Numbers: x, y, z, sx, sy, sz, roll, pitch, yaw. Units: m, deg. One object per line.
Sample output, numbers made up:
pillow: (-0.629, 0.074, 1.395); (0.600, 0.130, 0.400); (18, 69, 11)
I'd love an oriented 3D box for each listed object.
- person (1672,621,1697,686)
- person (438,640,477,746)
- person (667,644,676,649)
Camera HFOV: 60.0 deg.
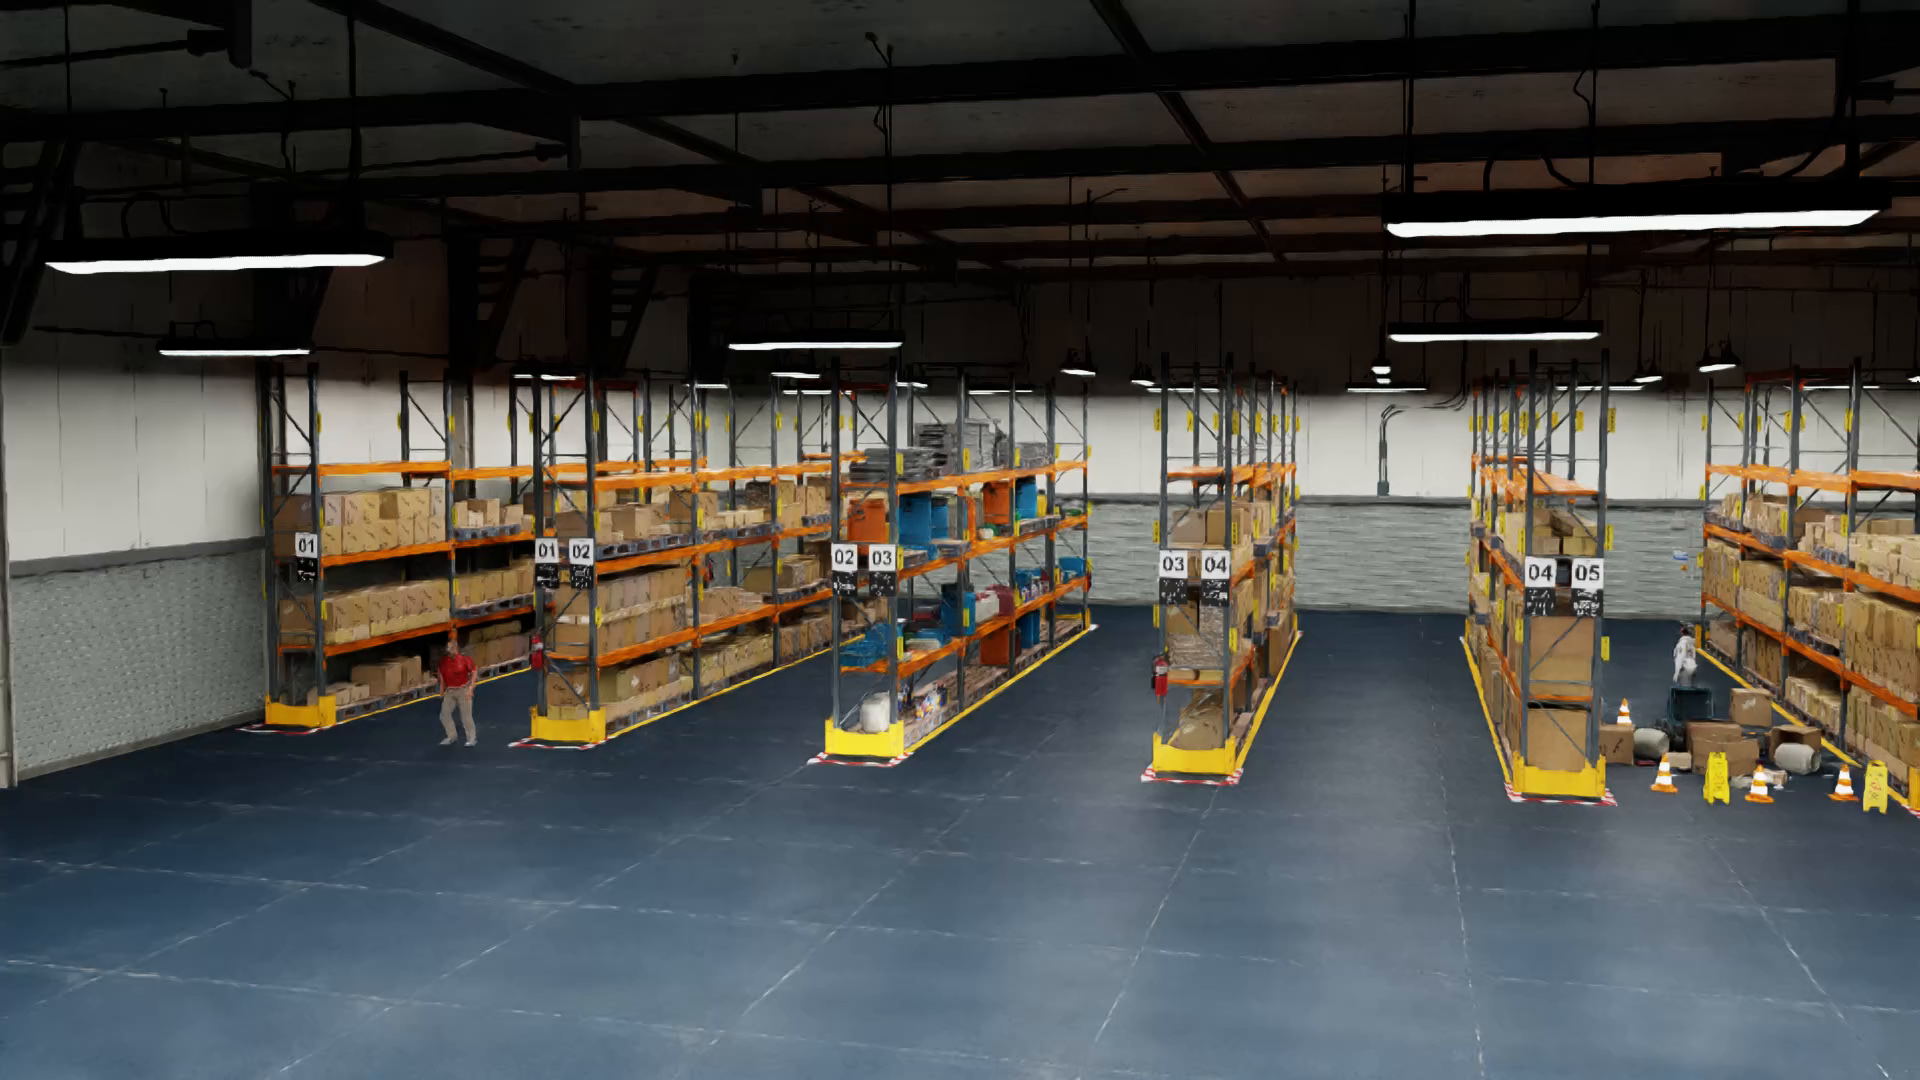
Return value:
person: (12.134, 2.197, 27.875); (0.520, 1.672, 0.560); (4, 6, 43)
person: (-7.781, 2.359, 25.755); (0.682, 1.676, 0.535); (1, 4, 13)
person: (-6.015, 1.791, 34.241); (0.447, 1.574, 1.088); (1, 4, 17)
